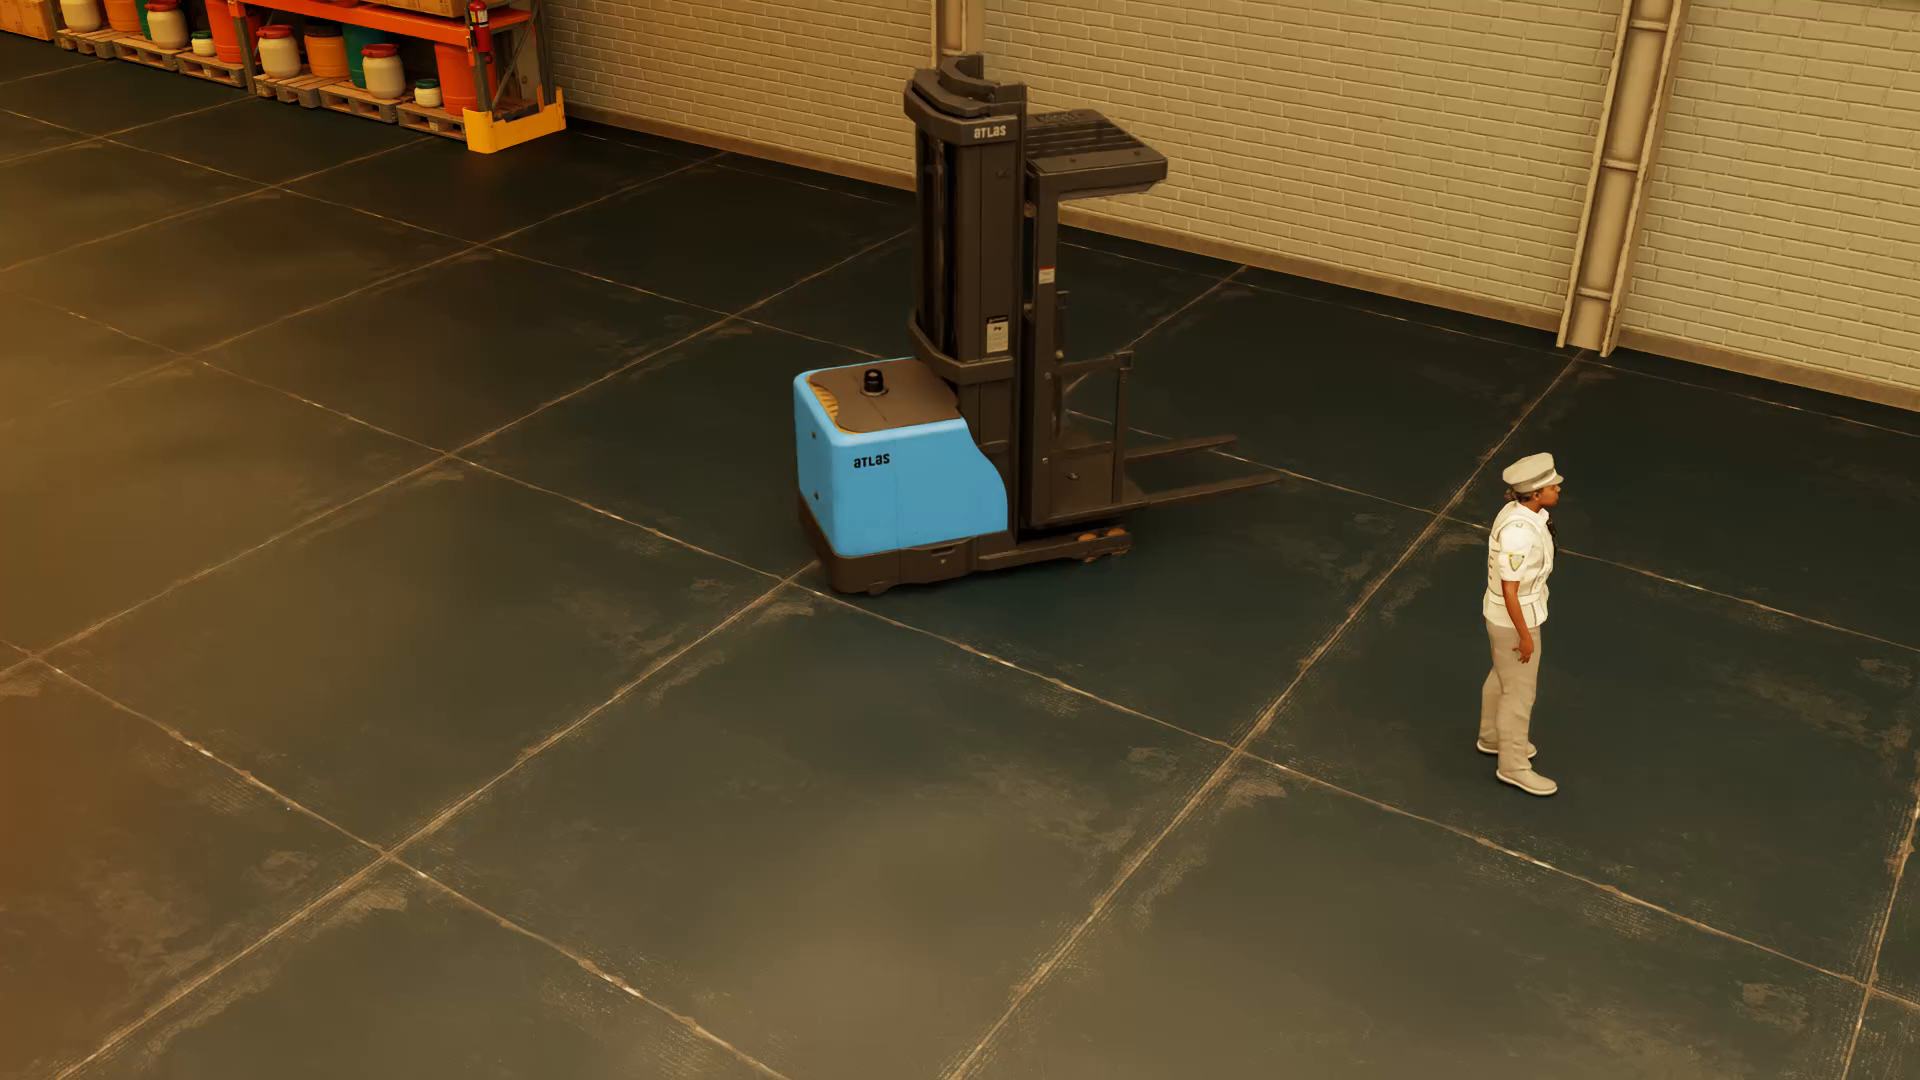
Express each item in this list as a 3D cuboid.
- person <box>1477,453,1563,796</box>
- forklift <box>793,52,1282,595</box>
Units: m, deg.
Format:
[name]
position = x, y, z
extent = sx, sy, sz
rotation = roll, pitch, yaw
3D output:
[person]
position = 2.801, 0.380, 8.143
extent = 0.529, 1.696, 0.568
rotation = 10, 32, 16
[forklift]
position = 0.543, -1.378, 9.954
extent = 3.031, 2.935, 1.130
rotation = -10, 32, -17
